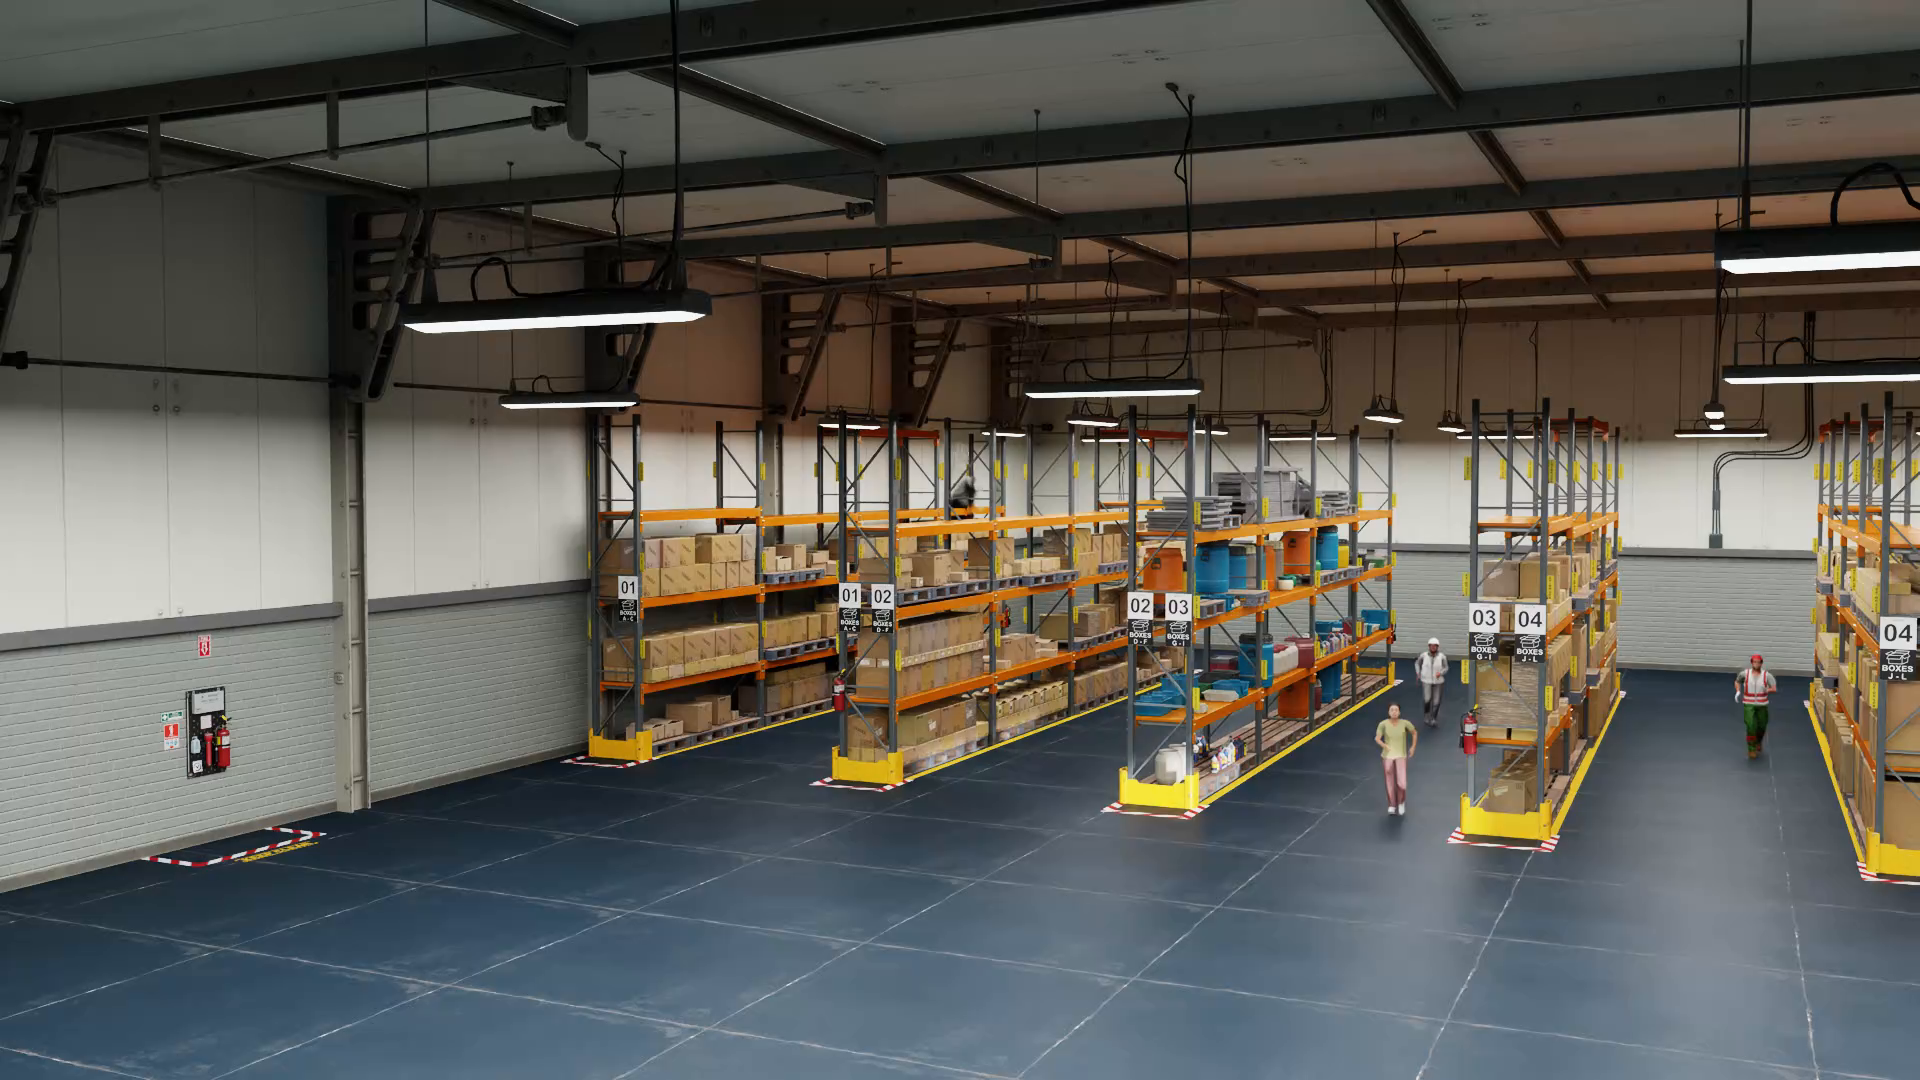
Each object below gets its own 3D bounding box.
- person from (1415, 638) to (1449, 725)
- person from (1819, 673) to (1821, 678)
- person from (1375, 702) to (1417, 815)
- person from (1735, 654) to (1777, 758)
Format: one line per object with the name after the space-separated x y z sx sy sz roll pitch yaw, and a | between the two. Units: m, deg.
9.249 2.778 32.585 0.634 1.728 0.732 1 2 14 | person
19.048 2.711 36.554 0.707 1.615 0.523 -2 3 -40 | person
6.331 3.175 24.157 0.596 1.643 0.609 1 2 15 | person
13.924 2.881 29.091 0.659 1.770 1.005 1 3 22 | person
